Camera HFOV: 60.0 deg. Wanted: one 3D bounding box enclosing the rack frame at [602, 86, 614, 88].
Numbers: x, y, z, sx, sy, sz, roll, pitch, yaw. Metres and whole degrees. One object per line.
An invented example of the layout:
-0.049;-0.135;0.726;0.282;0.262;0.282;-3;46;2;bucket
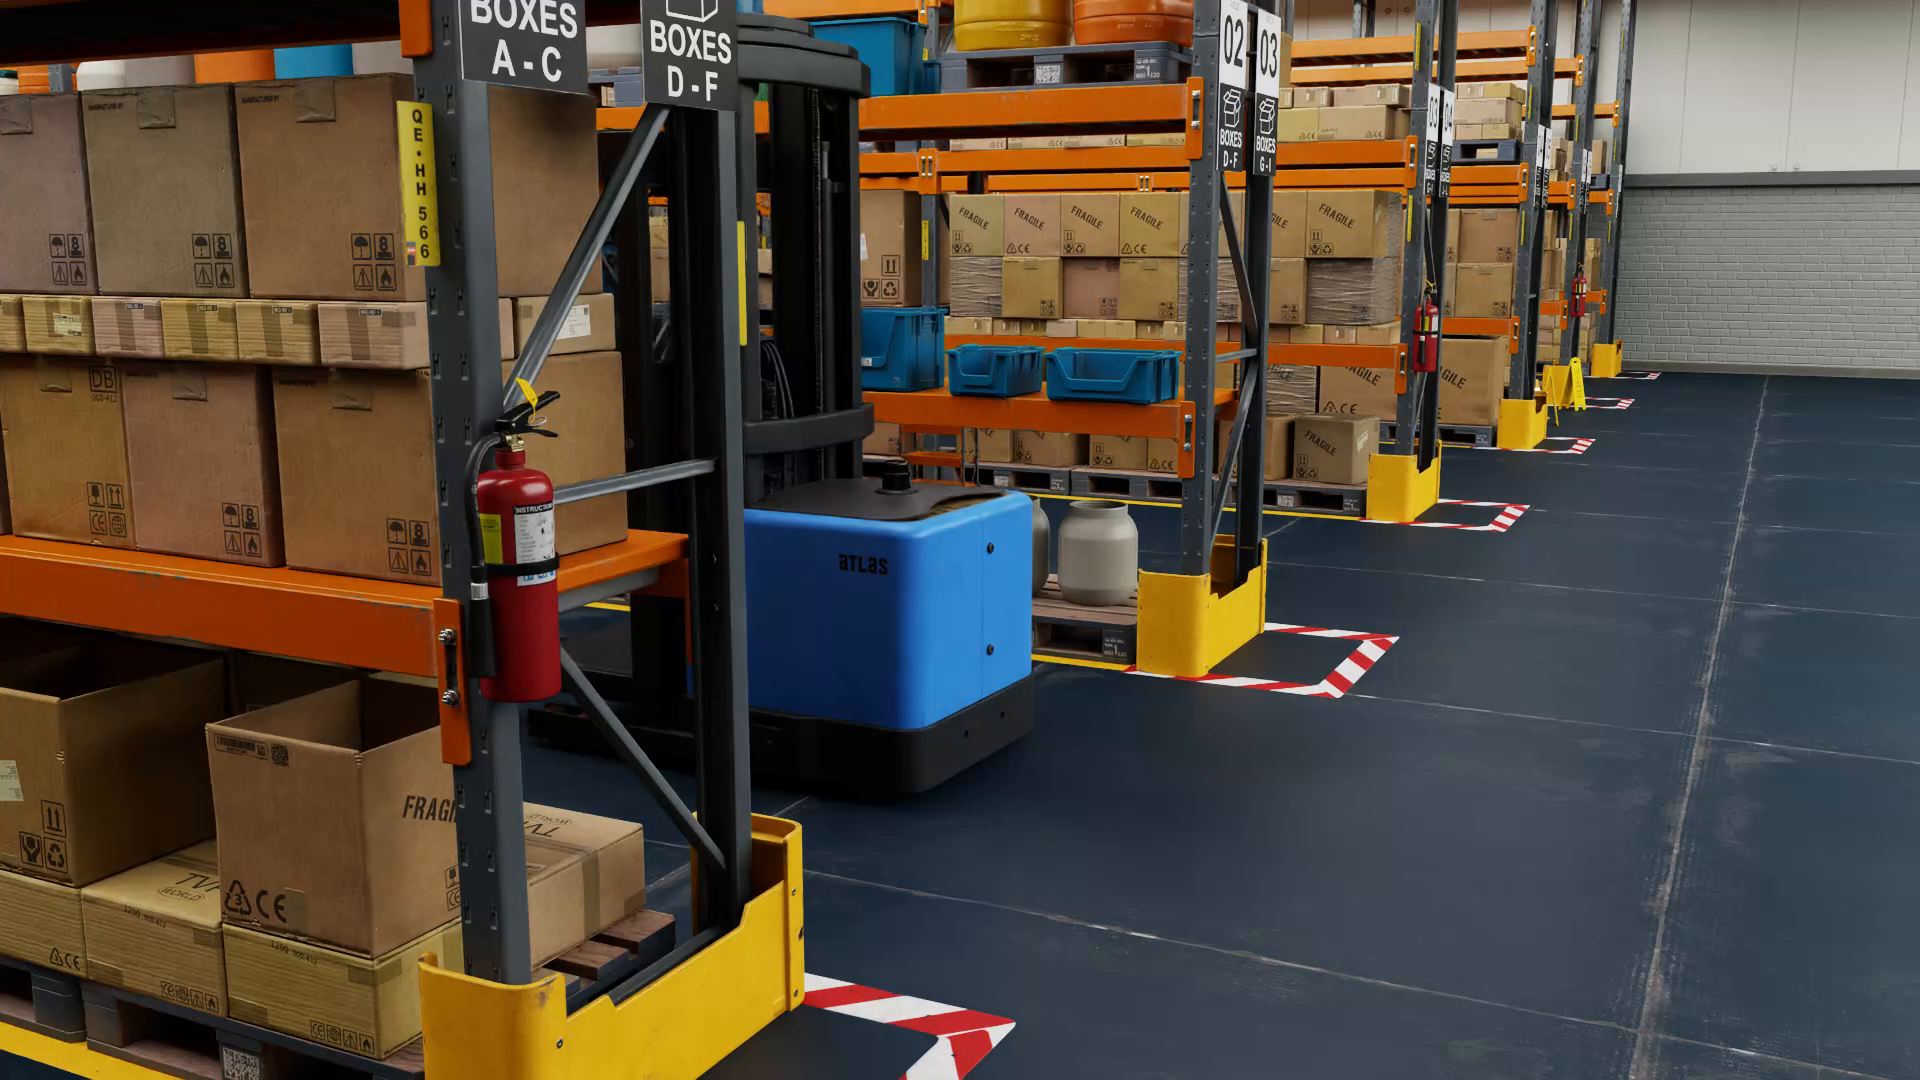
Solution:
-2.239;-4.180;9.560;0.127;3.000;1.000;5;11;26;rack frame

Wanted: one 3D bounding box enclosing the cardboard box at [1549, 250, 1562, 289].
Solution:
7.623;-3.564;21.884;0.500;0.500;0.500;5;11;25;cardboard box

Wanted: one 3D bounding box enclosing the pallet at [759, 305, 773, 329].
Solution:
-1.841;-2.091;15.398;1.213;0.211;1.003;5;11;26;pallet

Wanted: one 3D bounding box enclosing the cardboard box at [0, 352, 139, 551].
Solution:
-2.175;-0.291;4.635;0.500;0.500;0.700;5;11;26;cardboard box

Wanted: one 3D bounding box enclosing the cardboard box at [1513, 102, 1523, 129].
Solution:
5.506;-4.372;17.166;0.500;0.250;0.500;5;11;26;cardboard box

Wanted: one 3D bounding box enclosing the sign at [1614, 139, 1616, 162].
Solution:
9.865;-5.867;25.039;0.005;0.325;0.100;5;11;26;sign

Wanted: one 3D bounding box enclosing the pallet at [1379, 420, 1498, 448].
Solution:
5.074;-1.167;17.584;1.213;0.211;1.003;5;11;26;pallet

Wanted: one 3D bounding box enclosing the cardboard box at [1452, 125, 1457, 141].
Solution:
4.921;-4.109;16.833;0.250;0.149;0.380;5;11;27;cardboard box

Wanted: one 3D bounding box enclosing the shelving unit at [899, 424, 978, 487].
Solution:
-0.148;-0.603;11.695;0.503;1.200;0.258;5;11;26;shelving unit

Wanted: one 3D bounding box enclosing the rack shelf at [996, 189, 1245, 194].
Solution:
2.544;-4.882;23.878;4.000;0.370;1.077;5;11;26;rack shelf

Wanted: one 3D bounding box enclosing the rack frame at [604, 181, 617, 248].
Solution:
-3.634;-2.335;16.207;0.127;3.000;1.000;5;11;26;rack frame

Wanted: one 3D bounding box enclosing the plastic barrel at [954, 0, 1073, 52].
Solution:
0.270;-2.758;8.416;0.600;0.588;0.600;0;10;0;plastic barrel

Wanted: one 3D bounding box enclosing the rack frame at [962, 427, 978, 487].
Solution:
0.070;-0.584;11.589;0.015;1.200;0.240;5;11;26;rack frame

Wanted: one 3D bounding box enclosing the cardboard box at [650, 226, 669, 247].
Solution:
-4.740;-4.887;27.224;0.500;0.500;0.500;5;11;26;cardboard box

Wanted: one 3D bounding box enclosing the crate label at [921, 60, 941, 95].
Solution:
-0.184;-2.516;9.205;0.408;0.251;0.502;5;11;26;crate label

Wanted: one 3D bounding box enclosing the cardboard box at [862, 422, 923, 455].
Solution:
-0.588;-1.058;14.935;0.500;0.500;0.700;4;11;21;cardboard box

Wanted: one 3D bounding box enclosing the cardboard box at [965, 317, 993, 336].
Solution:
0.231;-1.809;14.008;0.250;0.149;0.380;5;11;26;cardboard box

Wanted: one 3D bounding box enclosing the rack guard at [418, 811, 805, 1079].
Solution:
-0.825;1.110;4.196;0.348;0.500;1.175;5;11;26;rack guard

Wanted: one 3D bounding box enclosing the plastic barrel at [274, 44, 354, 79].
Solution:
-3.964;-3.059;10.382;0.708;0.901;0.600;5;11;26;plastic barrel

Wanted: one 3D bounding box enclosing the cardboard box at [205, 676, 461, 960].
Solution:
-1.459;0.660;4.095;0.500;0.500;0.500;5;11;26;cardboard box

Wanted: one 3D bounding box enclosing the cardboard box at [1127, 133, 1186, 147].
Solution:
1.637;-3.223;13.115;0.500;0.250;0.500;5;11;25;cardboard box

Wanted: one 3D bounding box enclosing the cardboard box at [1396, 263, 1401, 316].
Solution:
4.523;-2.688;17.740;0.550;0.550;0.875;5;11;26;cardboard box

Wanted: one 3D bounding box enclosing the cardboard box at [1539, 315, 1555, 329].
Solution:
9.106;-3.451;26.111;0.500;0.250;0.500;5;12;27;cardboard box

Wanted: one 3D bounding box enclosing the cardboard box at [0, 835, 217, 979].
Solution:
-2.361;0.952;4.587;0.500;0.250;0.500;5;11;26;cardboard box

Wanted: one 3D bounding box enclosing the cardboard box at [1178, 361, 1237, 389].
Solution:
2.771;-1.904;18.614;0.875;0.875;0.875;5;11;27;cardboard box

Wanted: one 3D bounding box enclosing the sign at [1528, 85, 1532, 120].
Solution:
5.573;-4.276;16.245;0.005;0.325;0.100;5;11;26;sign

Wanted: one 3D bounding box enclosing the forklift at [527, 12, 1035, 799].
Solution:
-1.229;-0.639;7.033;3.031;2.935;1.130;6;12;28;forklift

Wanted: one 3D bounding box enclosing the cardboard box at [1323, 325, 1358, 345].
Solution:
2.969;-1.590;12.797;0.250;0.149;0.380;5;11;26;cardboard box

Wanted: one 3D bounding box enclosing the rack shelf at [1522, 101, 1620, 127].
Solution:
8.324;-6.639;26.287;4.000;0.370;1.077;5;11;26;rack shelf

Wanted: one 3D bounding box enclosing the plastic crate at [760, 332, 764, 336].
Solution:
-1.126;-1.111;9.865;0.616;0.251;0.499;5;11;26;plastic crate

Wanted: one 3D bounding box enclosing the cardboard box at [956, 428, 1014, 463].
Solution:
0.294;-0.958;14.441;0.500;0.500;0.500;5;11;24;cardboard box

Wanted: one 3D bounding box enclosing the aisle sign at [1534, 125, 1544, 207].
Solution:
5.756;-3.714;16.529;0.004;0.787;0.394;5;11;26;aisle sign

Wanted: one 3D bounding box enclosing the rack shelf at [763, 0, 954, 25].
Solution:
-1.841;-4.578;14.901;4.000;0.370;1.077;5;11;26;rack shelf

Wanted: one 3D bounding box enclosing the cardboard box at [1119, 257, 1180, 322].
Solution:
1.685;-2.055;13.547;0.500;0.500;0.875;5;11;26;cardboard box

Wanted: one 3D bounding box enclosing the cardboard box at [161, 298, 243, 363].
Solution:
-1.738;-0.531;4.139;0.250;0.149;0.380;5;11;25;cardboard box

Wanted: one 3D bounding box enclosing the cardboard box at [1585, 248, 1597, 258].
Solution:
9.683;-4.431;25.687;0.250;0.149;0.380;5;11;27;cardboard box

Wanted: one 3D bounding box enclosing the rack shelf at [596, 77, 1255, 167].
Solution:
-0.445;-2.193;9.021;4.000;0.370;1.077;5;11;26;rack shelf

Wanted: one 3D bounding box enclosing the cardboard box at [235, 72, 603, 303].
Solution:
-1.307;-0.853;4.096;0.500;0.500;0.700;5;11;26;cardboard box

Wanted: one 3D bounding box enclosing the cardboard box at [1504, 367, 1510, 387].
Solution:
7.060;-2.163;21.801;0.500;0.250;0.500;5;11;26;cardboard box

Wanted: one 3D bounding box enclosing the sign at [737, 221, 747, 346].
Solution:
-0.596;-0.675;4.386;0.005;0.325;0.100;5;11;26;sign

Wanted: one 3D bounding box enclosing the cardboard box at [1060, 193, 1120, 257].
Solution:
1.141;-2.552;13.486;0.500;0.500;0.500;5;11;26;cardboard box

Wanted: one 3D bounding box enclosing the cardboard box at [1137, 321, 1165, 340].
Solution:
1.608;-1.702;13.418;0.250;0.149;0.380;5;11;26;cardboard box

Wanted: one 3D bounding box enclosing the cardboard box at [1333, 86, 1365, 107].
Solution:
2.971;-3.314;12.497;0.250;0.149;0.380;5;11;24;cardboard box

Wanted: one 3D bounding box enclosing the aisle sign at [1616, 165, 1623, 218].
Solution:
10.047;-5.307;25.331;0.004;0.787;0.394;5;11;26;aisle sign

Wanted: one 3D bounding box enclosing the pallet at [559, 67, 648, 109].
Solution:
-1.548;-2.570;9.616;1.003;0.211;1.213;5;11;26;pallet

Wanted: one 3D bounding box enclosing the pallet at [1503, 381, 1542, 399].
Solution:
7.144;-1.990;22.135;1.213;0.211;1.003;5;11;26;pallet

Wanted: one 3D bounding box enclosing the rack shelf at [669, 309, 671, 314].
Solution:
-3.142;-2.922;21.474;4.000;0.370;1.077;5;11;26;rack shelf

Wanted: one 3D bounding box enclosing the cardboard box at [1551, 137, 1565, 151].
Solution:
7.491;-5.011;21.040;0.250;0.149;0.380;5;11;26;cardboard box

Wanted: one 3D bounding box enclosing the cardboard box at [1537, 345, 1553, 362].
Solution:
9.115;-2.961;26.209;0.500;0.250;0.500;5;11;26;cardboard box

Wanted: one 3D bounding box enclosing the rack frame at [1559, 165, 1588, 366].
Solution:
7.925;-3.287;21.469;0.127;3.000;1.000;5;11;26;rack frame
